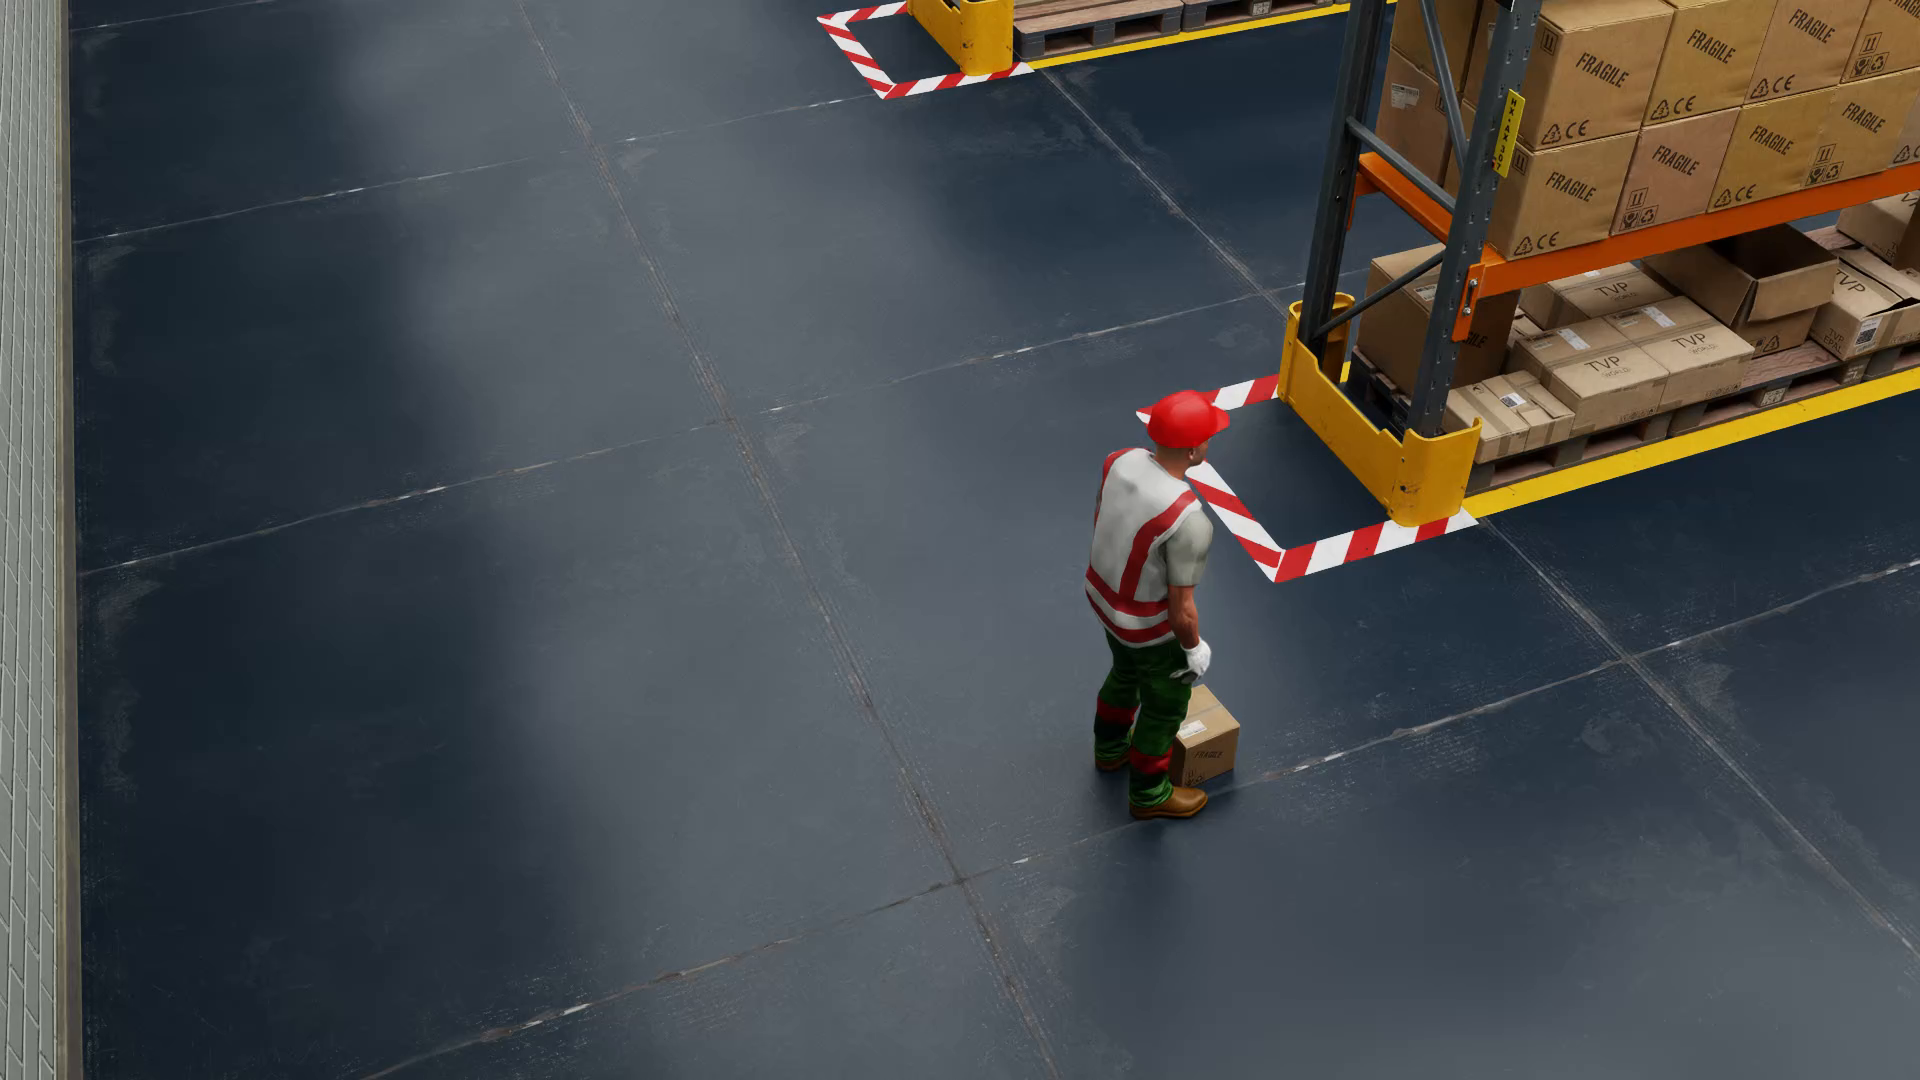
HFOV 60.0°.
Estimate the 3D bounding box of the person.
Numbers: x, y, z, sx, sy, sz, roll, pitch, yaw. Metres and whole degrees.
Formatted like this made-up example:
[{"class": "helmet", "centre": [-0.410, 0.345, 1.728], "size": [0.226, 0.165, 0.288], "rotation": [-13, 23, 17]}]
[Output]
[{"class": "person", "centre": [0.681, 0.215, 5.860], "size": [0.451, 1.720, 0.582], "rotation": [-18, 44, -19]}]
